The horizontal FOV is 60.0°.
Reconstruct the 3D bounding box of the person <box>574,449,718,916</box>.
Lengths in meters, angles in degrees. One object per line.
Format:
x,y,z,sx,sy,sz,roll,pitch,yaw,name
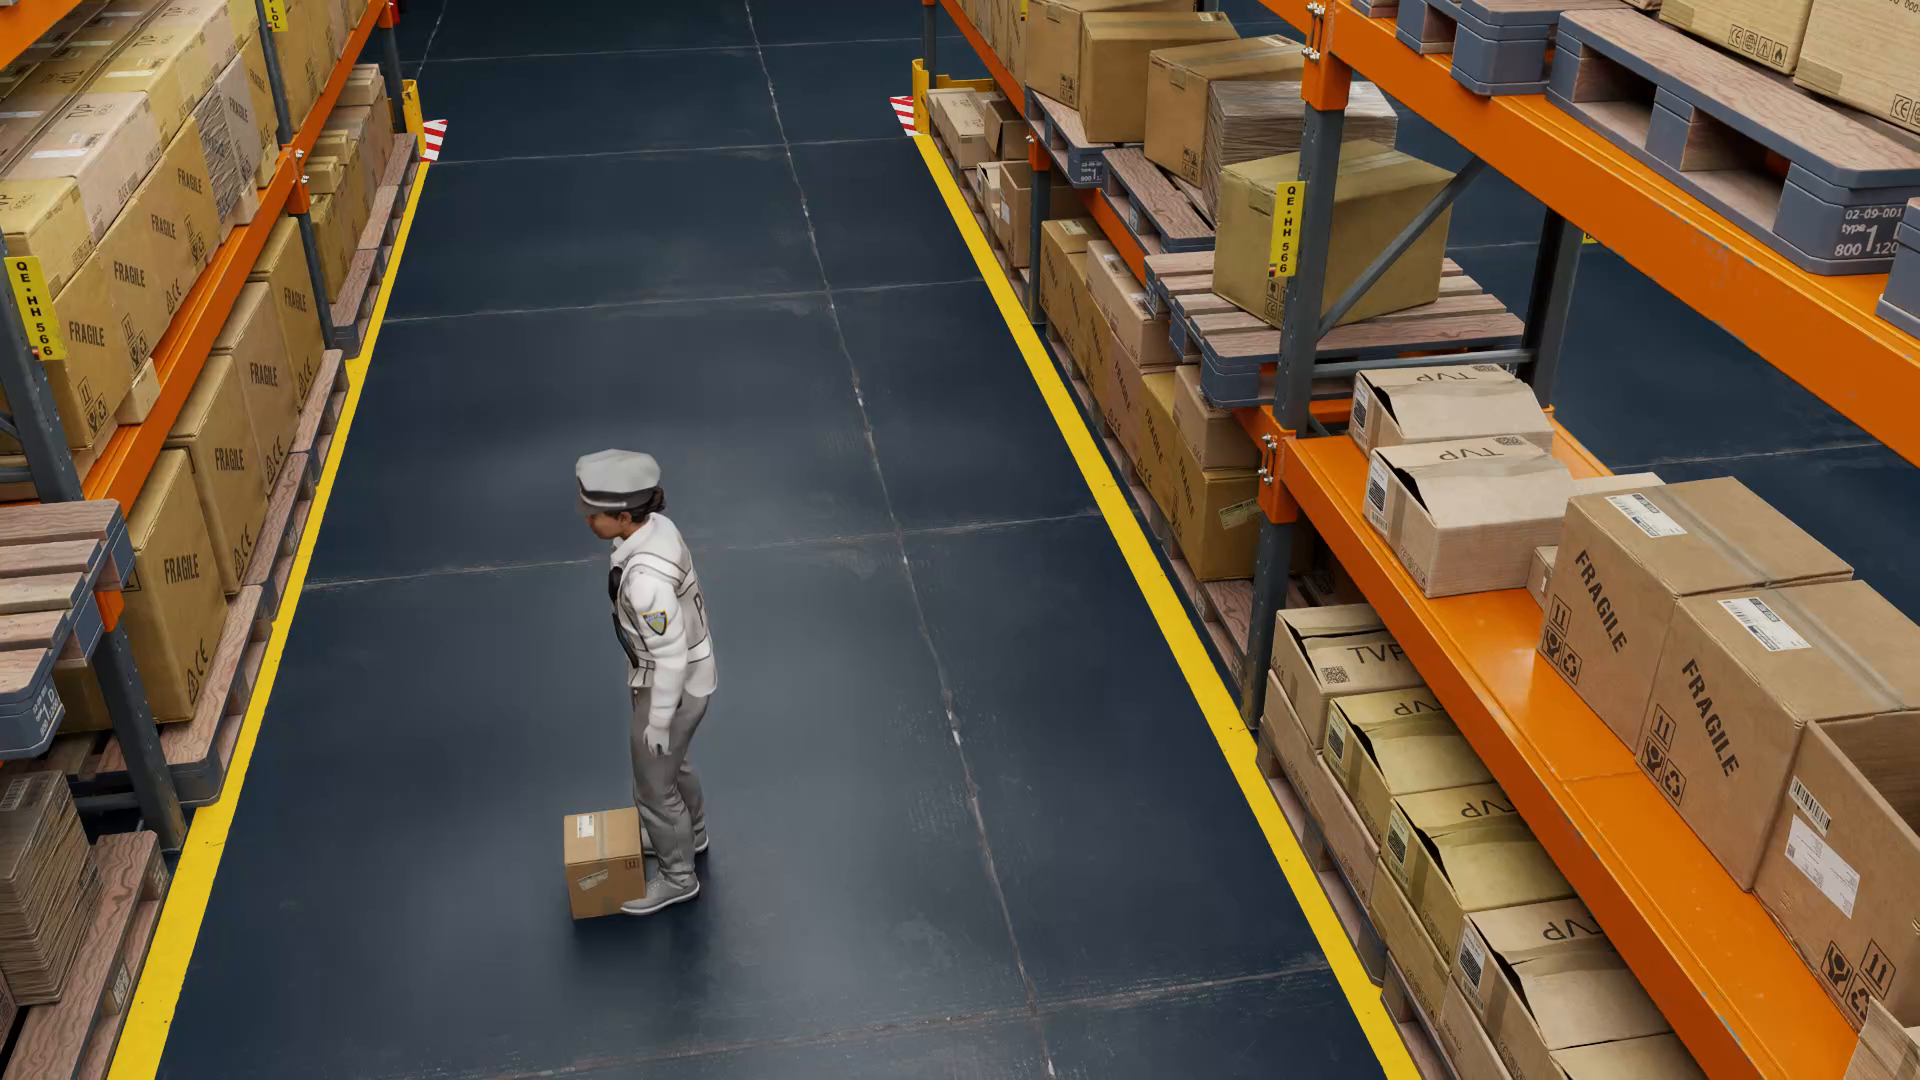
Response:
-0.988,0.469,5.344,0.413,1.662,0.524,-7,31,-11,person
